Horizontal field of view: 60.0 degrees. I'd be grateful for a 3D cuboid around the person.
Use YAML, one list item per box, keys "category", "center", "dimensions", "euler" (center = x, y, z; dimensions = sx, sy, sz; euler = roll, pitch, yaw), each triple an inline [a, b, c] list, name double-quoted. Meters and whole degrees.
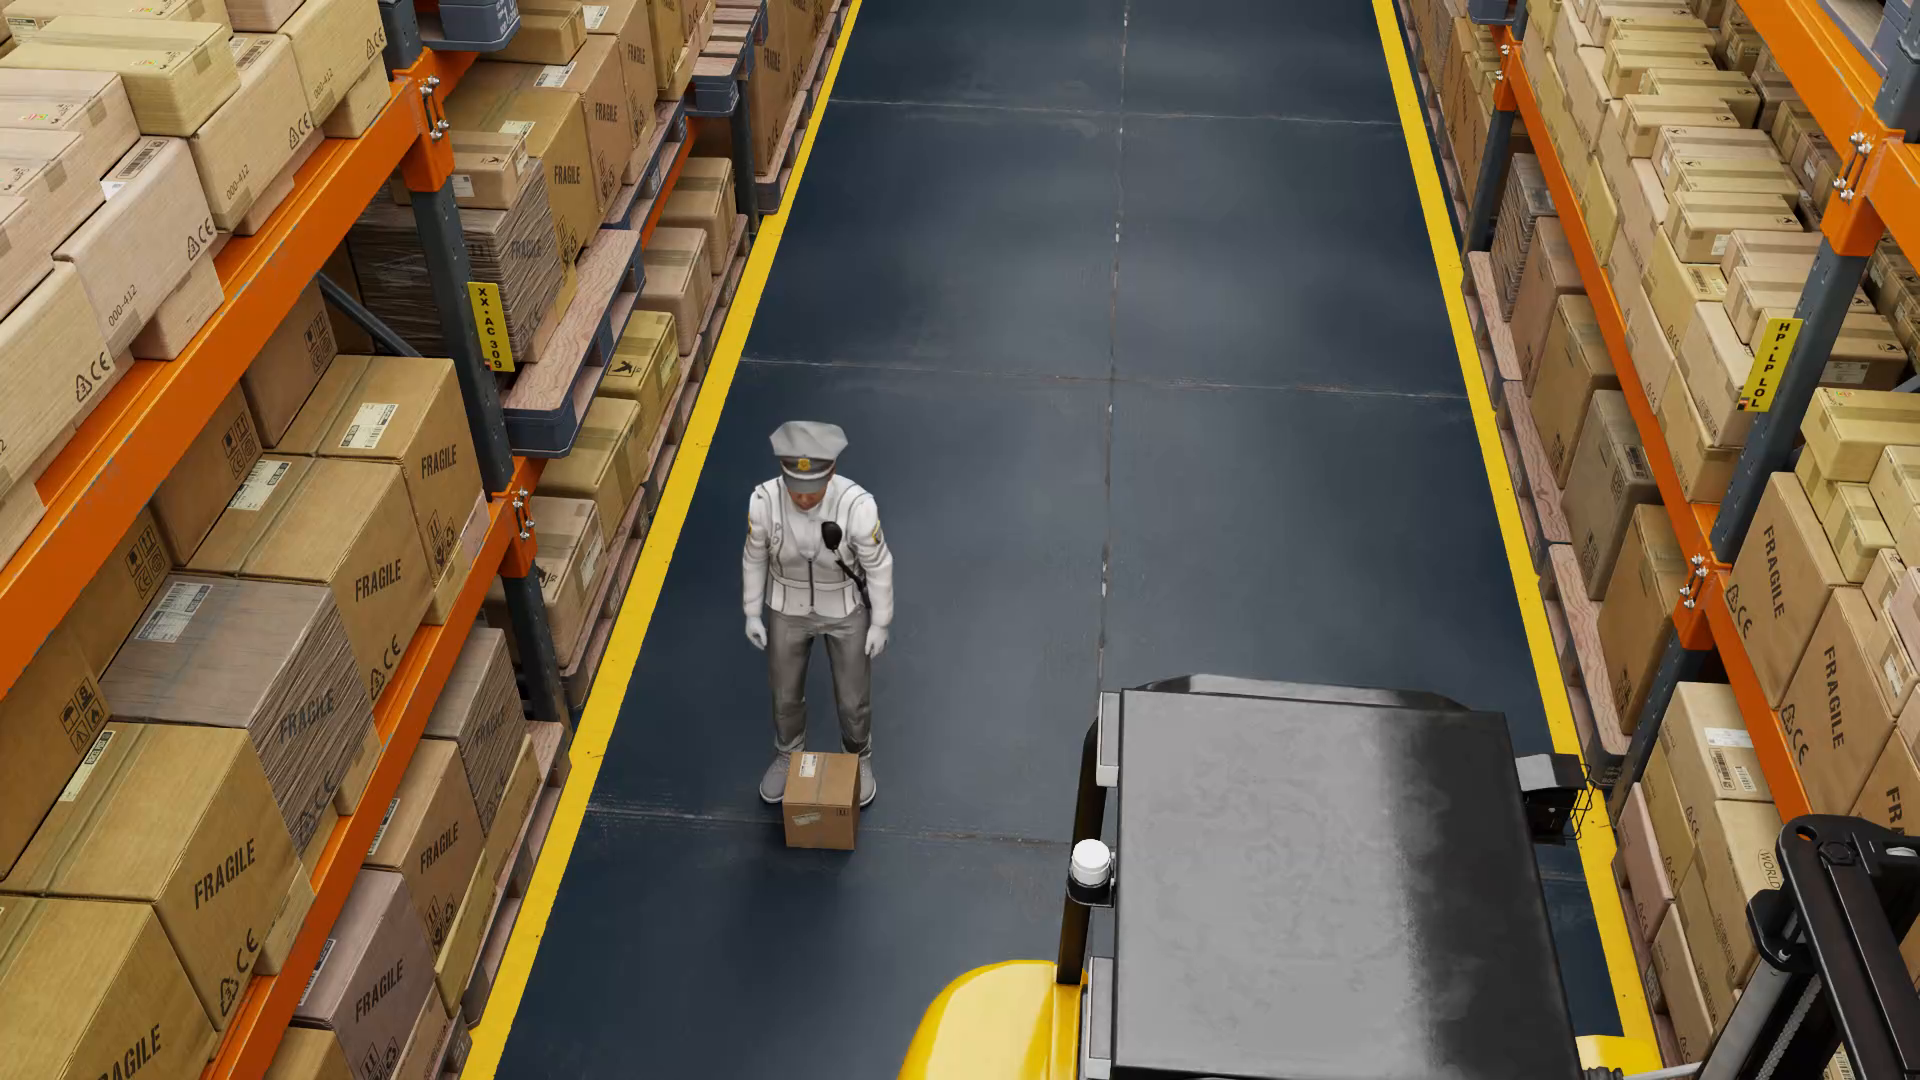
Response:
- category: "person"
  center: [-0.496, 0.265, 5.841]
  dimensions: [0.530, 1.664, 0.371]
  euler: [4, 40, 4]
